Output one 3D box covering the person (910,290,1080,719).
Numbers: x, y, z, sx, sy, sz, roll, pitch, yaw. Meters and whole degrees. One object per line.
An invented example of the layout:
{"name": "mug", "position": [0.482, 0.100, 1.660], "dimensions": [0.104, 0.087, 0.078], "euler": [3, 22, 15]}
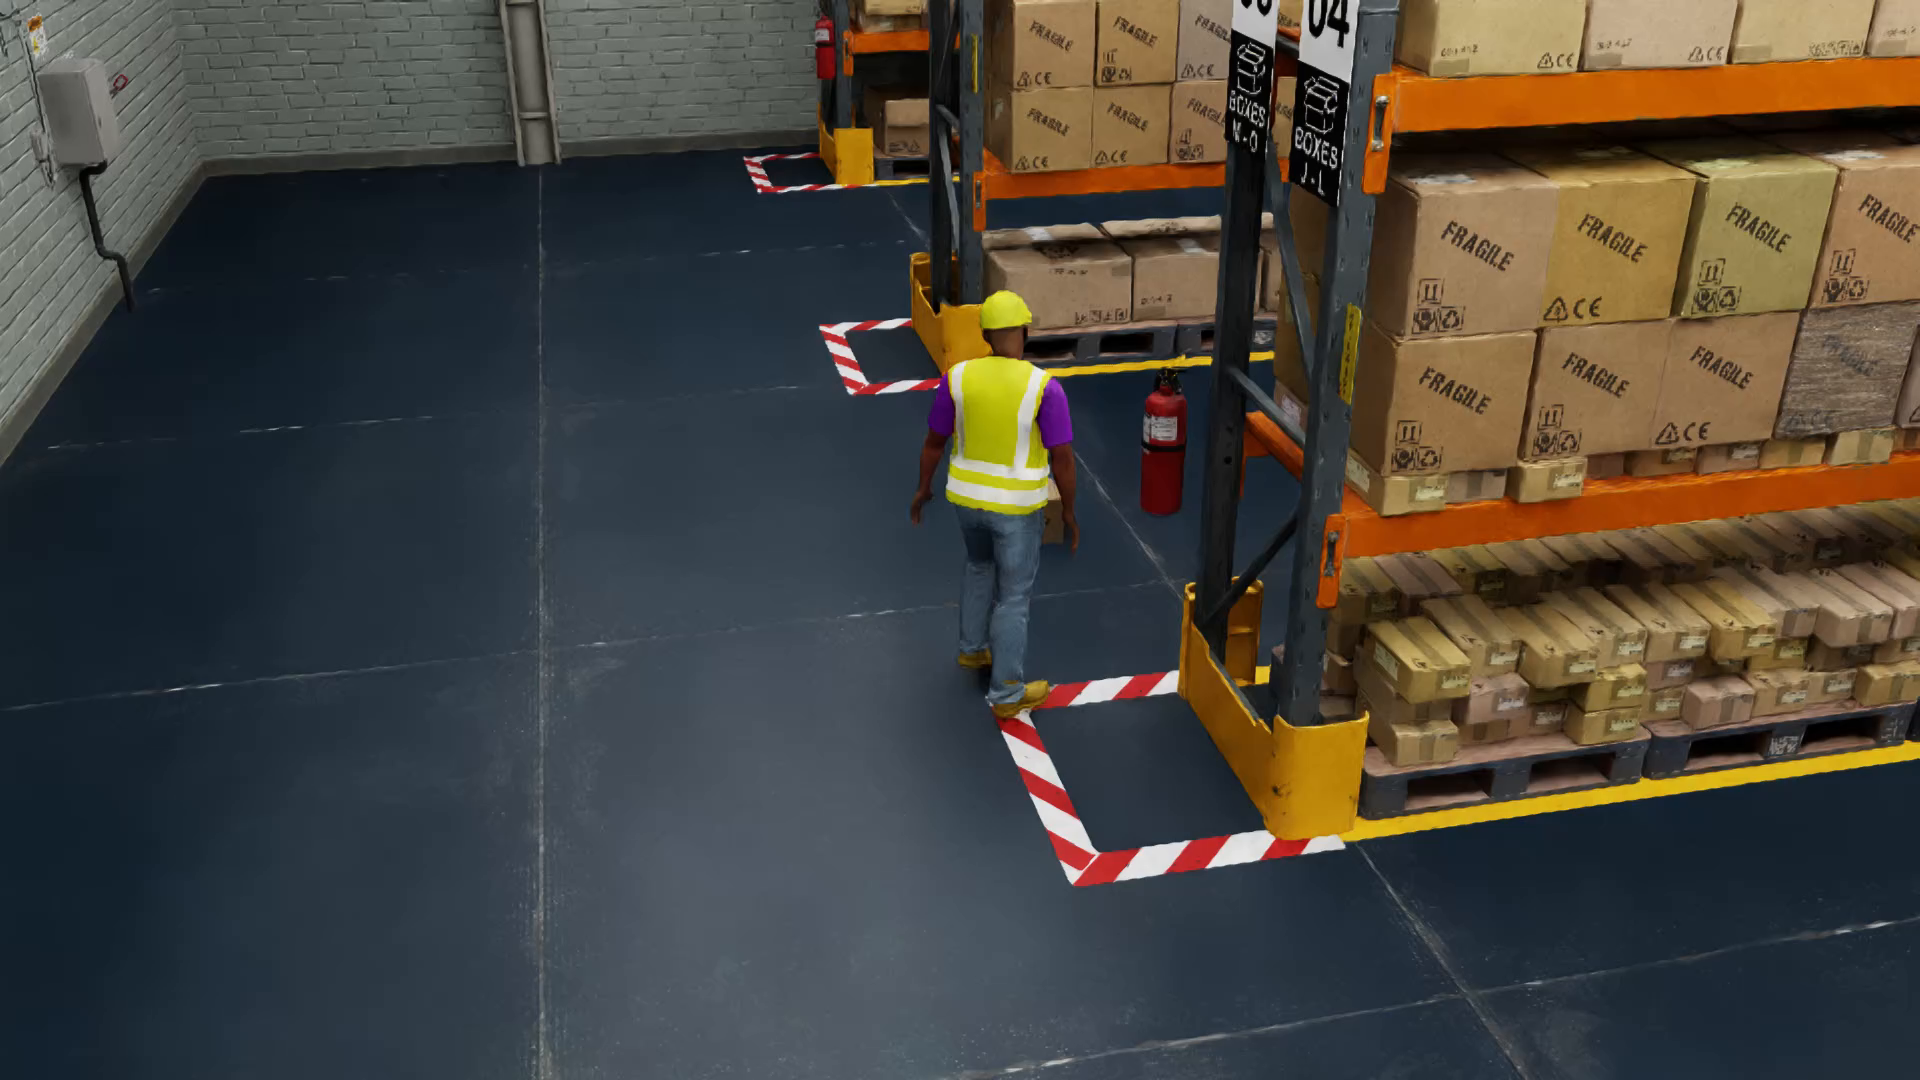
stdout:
{"name": "person", "position": [0.146, -0.161, 6.900], "dimensions": [0.754, 1.744, 0.571], "euler": [12, 29, 22]}
